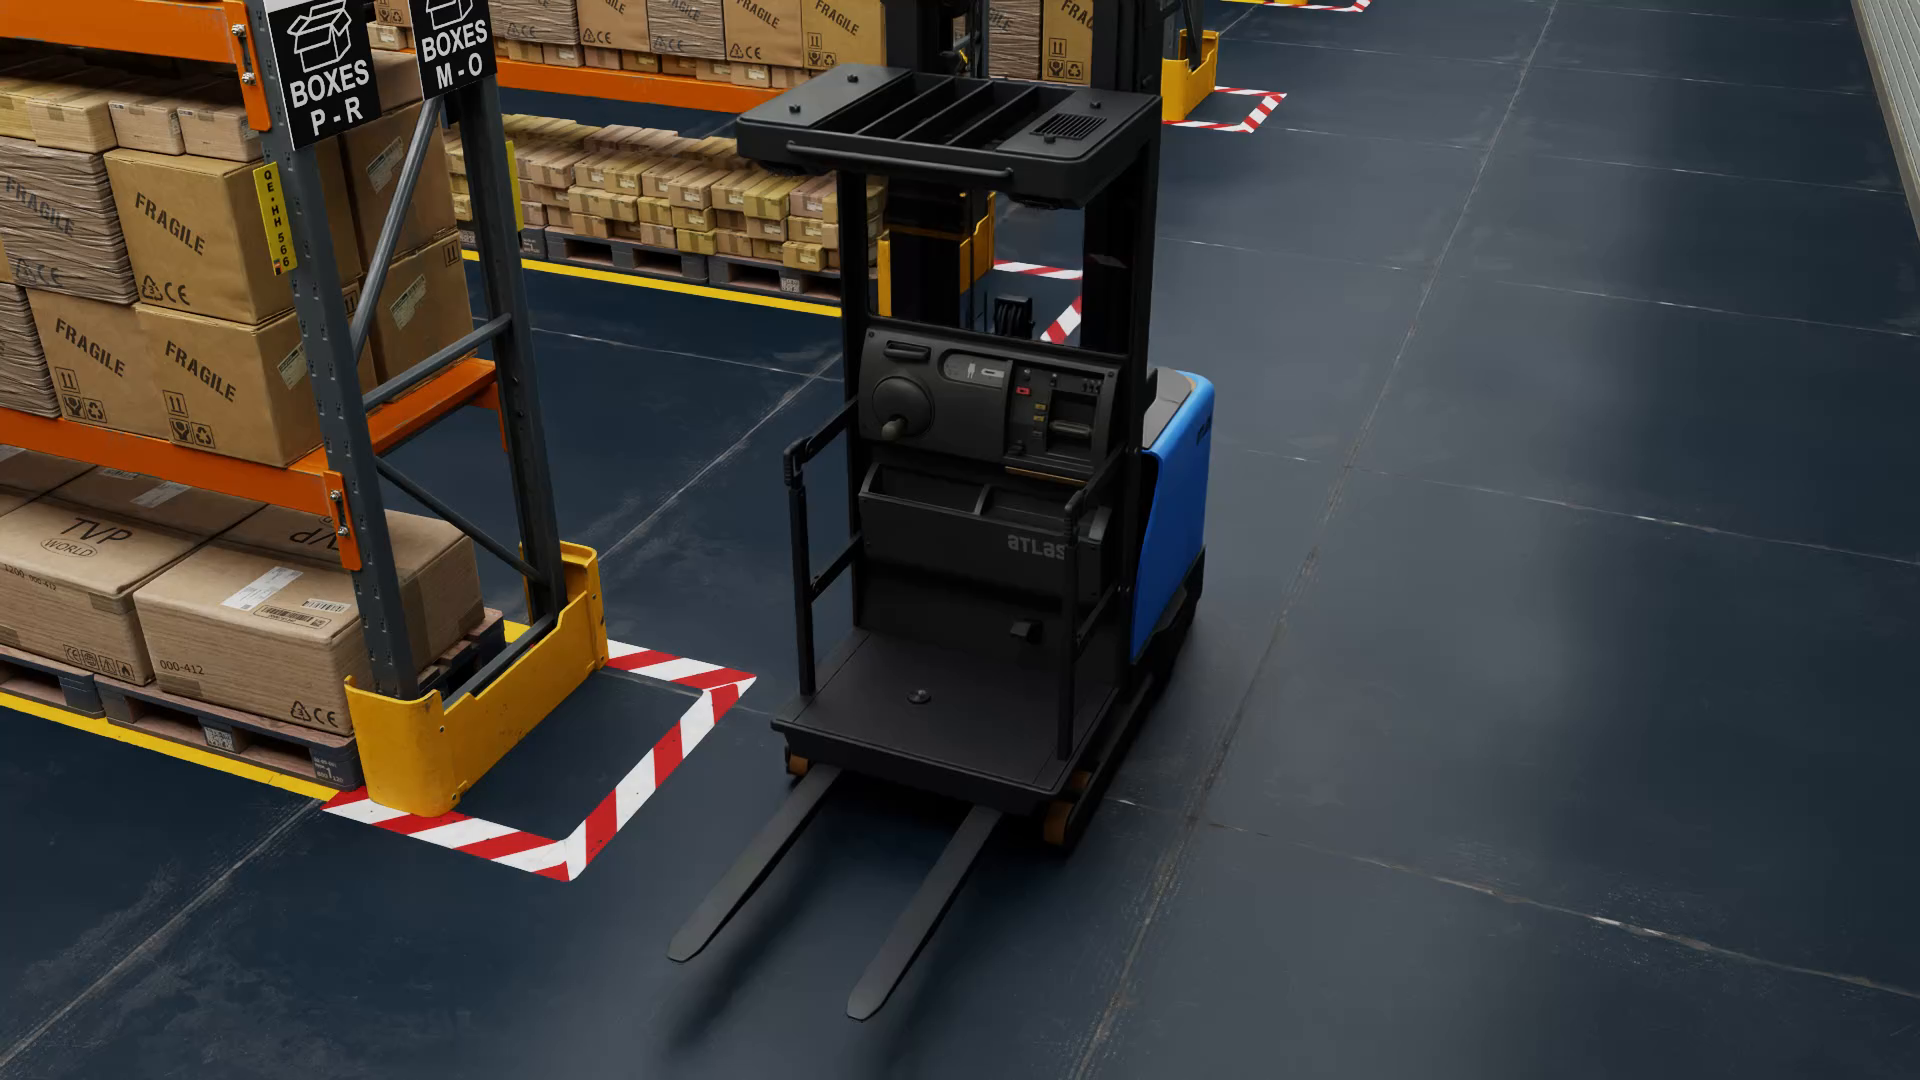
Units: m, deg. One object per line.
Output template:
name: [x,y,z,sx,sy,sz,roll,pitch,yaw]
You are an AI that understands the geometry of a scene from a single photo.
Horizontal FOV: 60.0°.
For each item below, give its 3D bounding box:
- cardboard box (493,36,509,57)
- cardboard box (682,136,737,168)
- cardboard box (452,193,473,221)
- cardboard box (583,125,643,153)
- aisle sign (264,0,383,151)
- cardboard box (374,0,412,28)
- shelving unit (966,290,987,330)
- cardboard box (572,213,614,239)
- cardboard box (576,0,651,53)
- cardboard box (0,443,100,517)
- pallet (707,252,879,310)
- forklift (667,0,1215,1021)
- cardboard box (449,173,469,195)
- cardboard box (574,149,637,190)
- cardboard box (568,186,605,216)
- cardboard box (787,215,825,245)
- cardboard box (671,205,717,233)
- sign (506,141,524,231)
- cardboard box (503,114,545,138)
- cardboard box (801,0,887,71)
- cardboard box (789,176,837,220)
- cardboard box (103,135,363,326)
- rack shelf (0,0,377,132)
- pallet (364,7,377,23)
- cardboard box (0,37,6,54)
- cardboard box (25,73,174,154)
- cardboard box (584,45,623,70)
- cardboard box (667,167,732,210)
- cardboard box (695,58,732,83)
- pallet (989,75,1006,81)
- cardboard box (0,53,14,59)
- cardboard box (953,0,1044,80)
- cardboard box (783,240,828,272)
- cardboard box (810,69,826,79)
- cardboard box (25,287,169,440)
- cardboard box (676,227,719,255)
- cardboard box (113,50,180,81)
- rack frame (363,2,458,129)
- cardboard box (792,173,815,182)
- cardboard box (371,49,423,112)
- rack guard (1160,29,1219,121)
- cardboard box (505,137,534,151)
cardboard box: [-2.848,-3.211,10.639,0.250,0.149,0.380,10,31,17]
cardboard box: [-1.649,-2.562,11.100,0.250,0.149,0.380,12,32,20]
cardboard box: [-3.308,-2.293,11.229,0.250,0.149,0.380,12,32,21]
cardboard box: [-2.361,-2.705,11.353,0.250,0.149,0.380,10,31,17]
aisle sign: [-1.882,-1.576,4.848,0.004,0.787,0.394,11,31,19]
cardboard box: [-3.407,-3.581,10.634,0.500,0.500,0.500,11,31,18]
shelving unit: [-0.013,-0.525,7.459,0.189,1.200,0.258,11,31,19]
cardboard box: [-2.337,-2.121,10.925,0.250,0.149,0.380,10,31,18]
cardboard box: [-1.984,-3.298,10.132,0.500,0.500,0.500,13,32,22]
cardboard box: [-4.167,-0.076,7.013,0.875,0.438,0.875,10,31,18]
pallet: [-0.874,-1.841,10.793,1.213,0.211,1.003,11,31,19]
forklift: [0.005,-0.435,5.542,1.130,2.935,3.031,12,32,20]
cardboard box: [-3.287,-2.467,11.235,0.250,0.149,0.380,12,31,19]
cardboard box: [-2.305,-2.420,10.849,0.250,0.149,0.380,10,31,17]
cardboard box: [-2.342,-2.250,10.850,0.250,0.149,0.380,11,31,19]
cardboard box: [-0.883,-1.986,10.384,0.250,0.149,0.380,11,31,18]
cardboard box: [-1.627,-2.099,10.583,0.250,0.149,0.380,12,32,20]
sign: [-1.617,-1.262,5.975,0.005,0.325,0.100,11,31,19]
cardboard box: [-3.091,-2.839,11.590,0.250,0.149,0.380,12,32,20]
cardboard box: [-0.577,-3.013,9.629,0.500,0.500,0.500,12,32,20]
cardboard box: [-0.861,-2.130,10.337,0.250,0.149,0.380,12,32,20]
cardboard box: [-2.368,-1.058,5.456,0.500,0.500,0.500,12,32,21]
rack shelf: [-3.685,-1.962,5.855,4.000,0.370,1.077,11,31,19]
pallet: [-4.424,-3.739,11.511,1.213,0.211,1.003,11,31,19]
cardboard box: [-3.478,-1.858,6.212,0.250,0.149,0.380,11,31,18]
cardboard box: [-2.755,-1.381,5.367,0.250,0.149,0.380,11,31,19]
cardboard box: [-2.127,-3.054,10.360,0.250,0.149,0.380,13,32,21]
cardboard box: [-1.635,-2.222,10.498,0.250,0.149,0.380,12,32,21]
cardboard box: [-1.405,-2.898,10.084,0.250,0.149,0.380,10,31,17]
pallet: [-0.003,-4.242,15.041,1.213,0.211,1.003,11,31,19]
cardboard box: [-3.443,-1.546,5.660,0.250,0.149,0.380,12,32,20]
cardboard box: [0.428,-4.626,14.618,0.875,0.875,0.875,11,31,19]
cardboard box: [-0.907,-1.820,10.392,0.250,0.149,0.380,12,32,21]
cardboard box: [-0.689,-2.760,9.840,0.250,0.149,0.380,11,31,19]
cardboard box: [-2.838,-0.711,5.857,0.500,0.500,0.500,11,31,18]
cardboard box: [-1.613,-1.967,10.651,0.250,0.149,0.380,10,31,17]
cardboard box: [-2.775,-1.709,5.948,0.250,0.149,0.380,10,31,17]
rack frame: [-3.771,-3.615,11.097,0.127,3.000,1.000,11,31,19]
cardboard box: [-0.908,-2.428,10.864,0.250,0.149,0.380,11,31,19]
cardboard box: [-2.057,-1.552,5.671,0.250,0.149,0.380,12,32,20]
rack guard: [1.917,-4.025,14.363,0.348,0.500,1.175,11,31,19]
cardboard box: [-3.044,-2.555,11.088,0.250,0.149,0.380,11,31,18]
